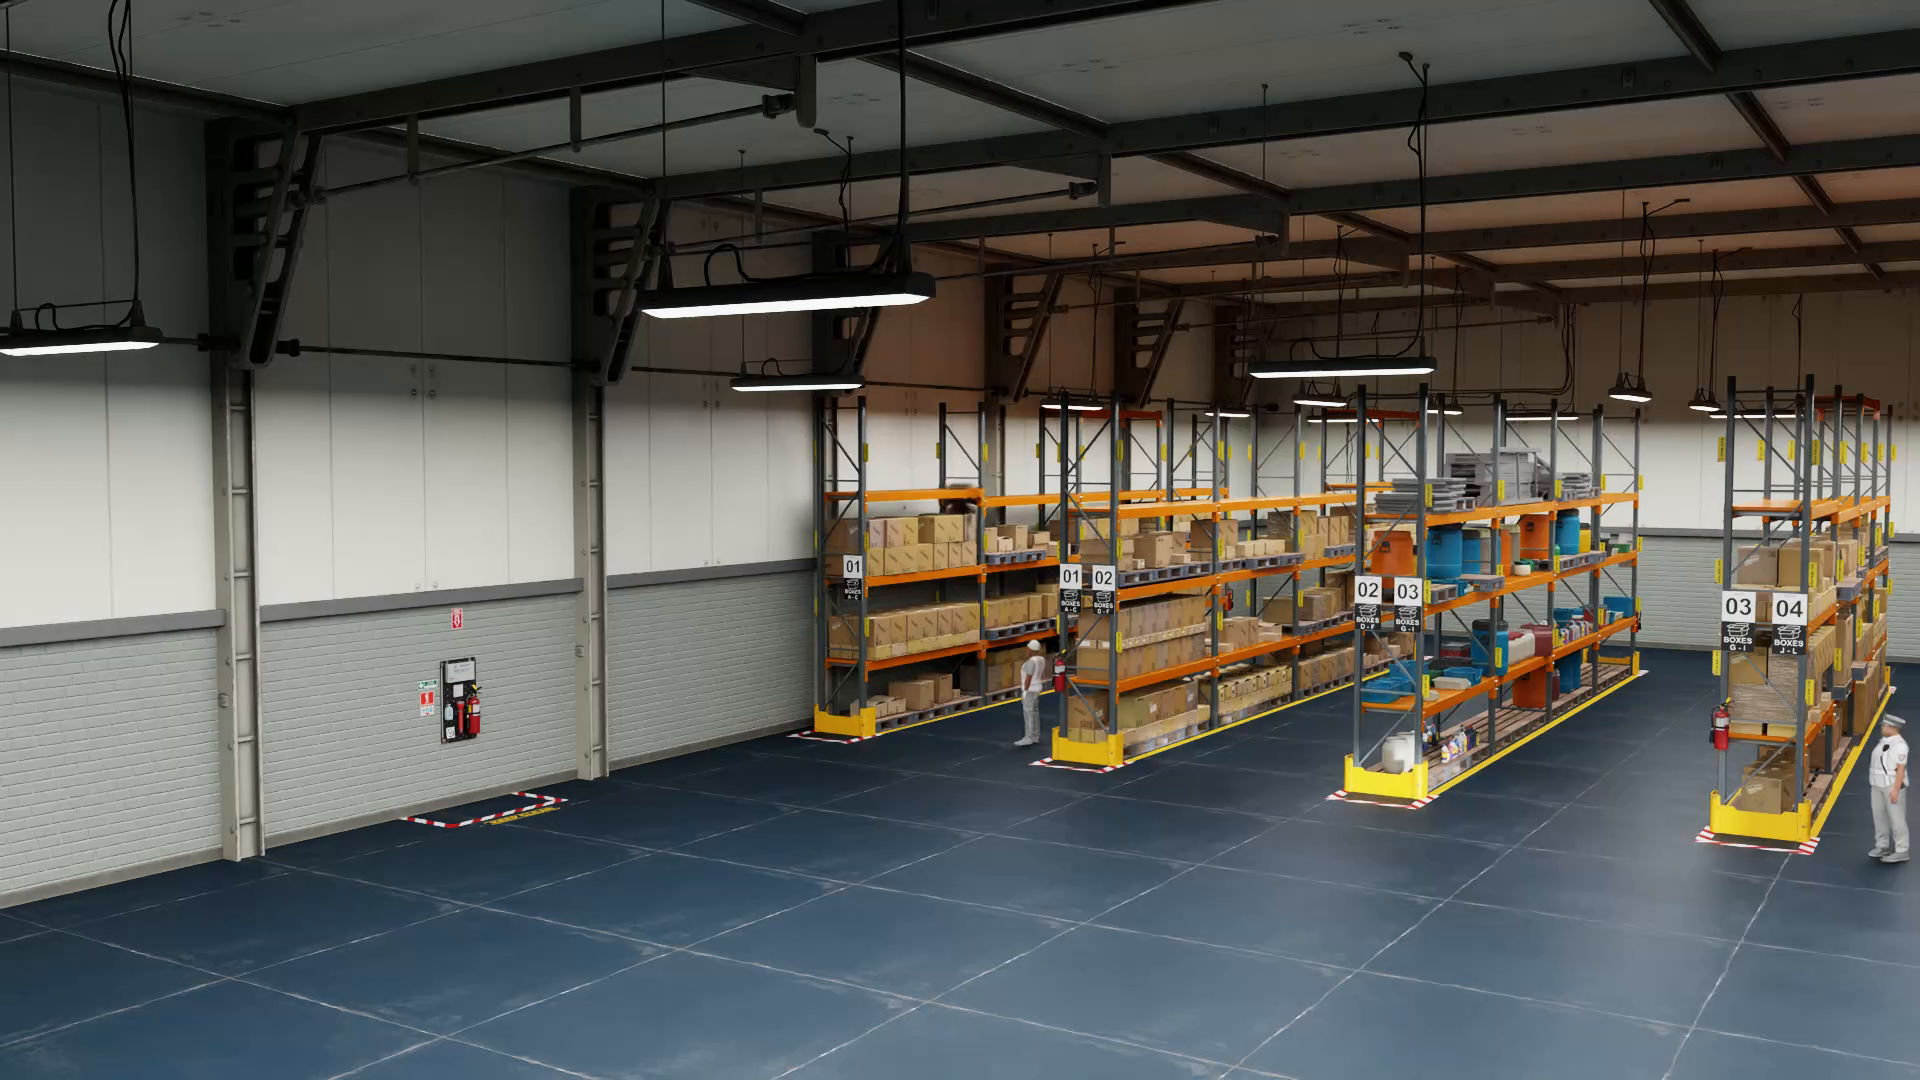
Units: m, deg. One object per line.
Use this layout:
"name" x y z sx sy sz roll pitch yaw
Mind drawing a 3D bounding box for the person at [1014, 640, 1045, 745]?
"person" 1.202 2.605 28.589 0.445 1.785 0.600 1 3 17

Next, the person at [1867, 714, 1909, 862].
"person" 11.444 3.034 20.505 0.422 1.781 0.544 -1 3 -13
